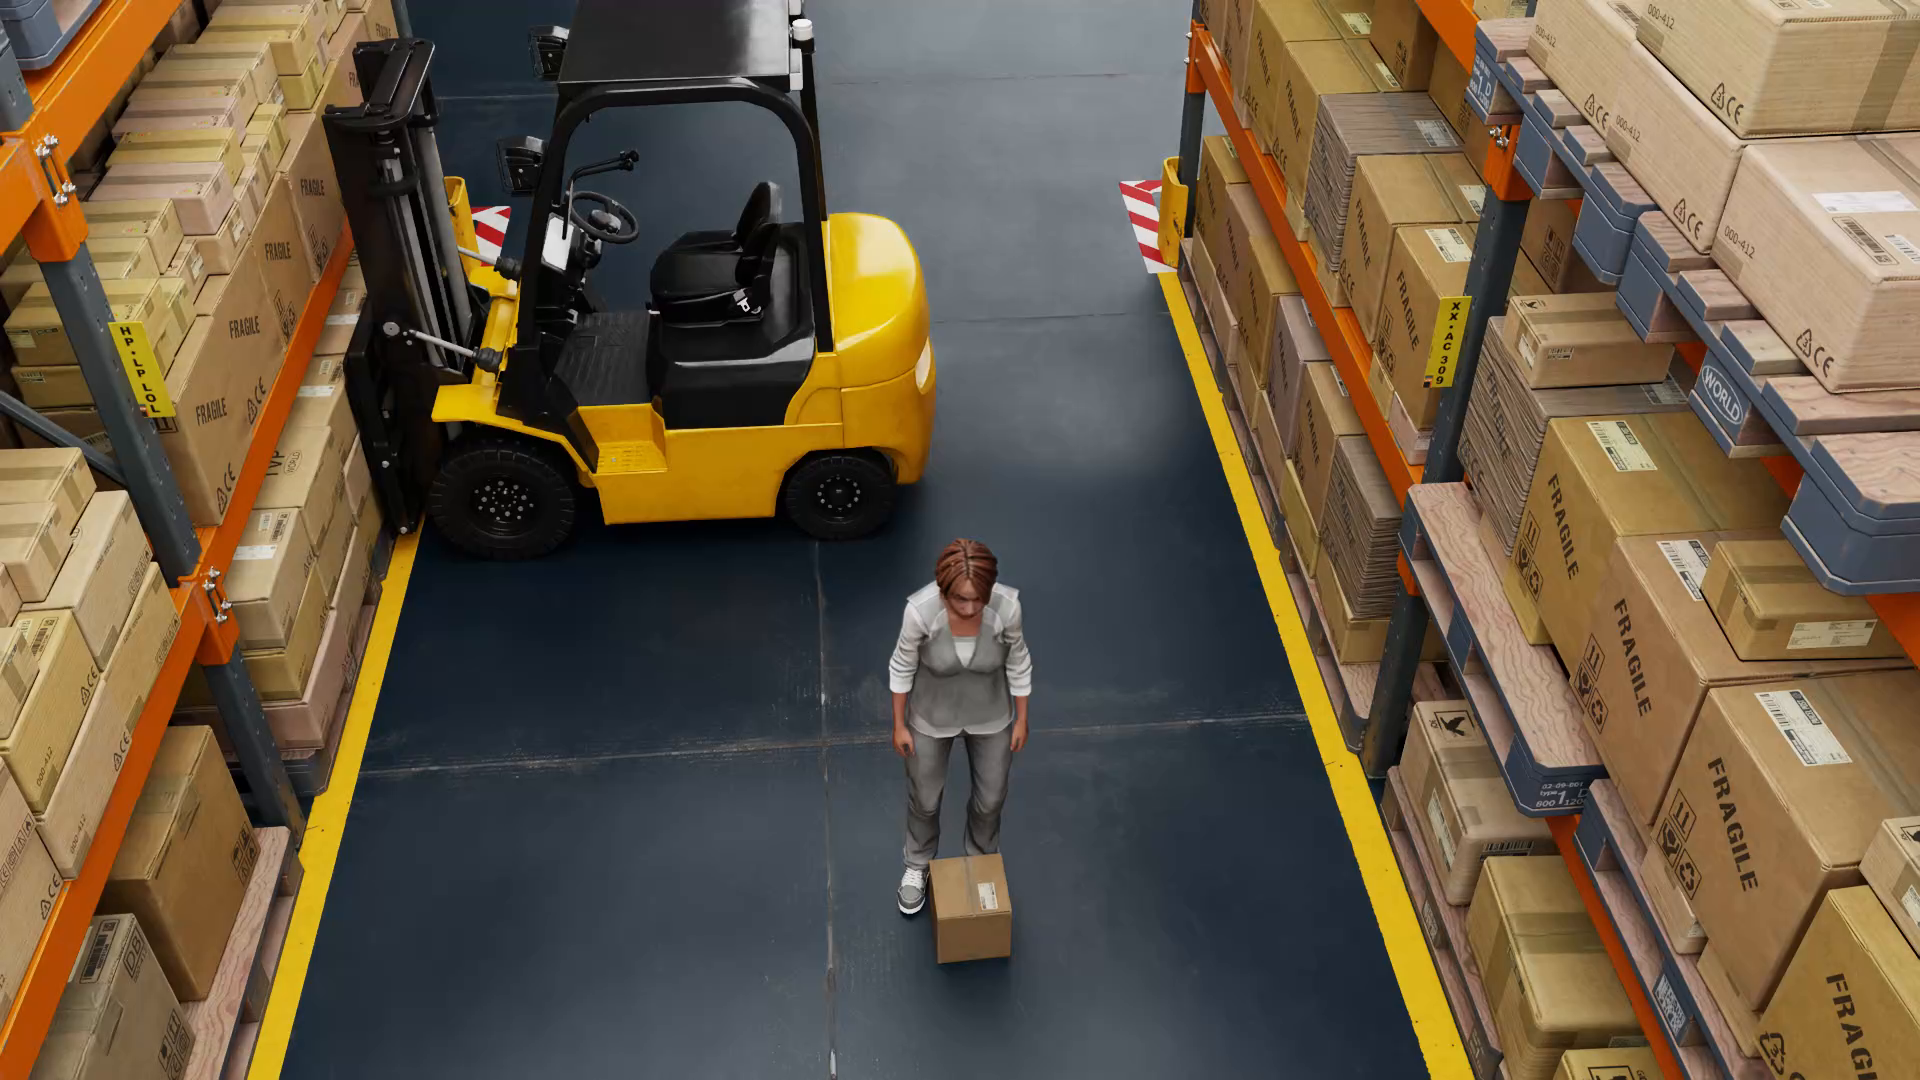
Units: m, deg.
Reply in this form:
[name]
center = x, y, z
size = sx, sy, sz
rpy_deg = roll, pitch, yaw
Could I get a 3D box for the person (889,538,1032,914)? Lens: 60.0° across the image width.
[person]
center = 0.003, 0.606, 5.442
size = 0.463, 1.582, 0.364
rpy_deg = -3, 40, -4
